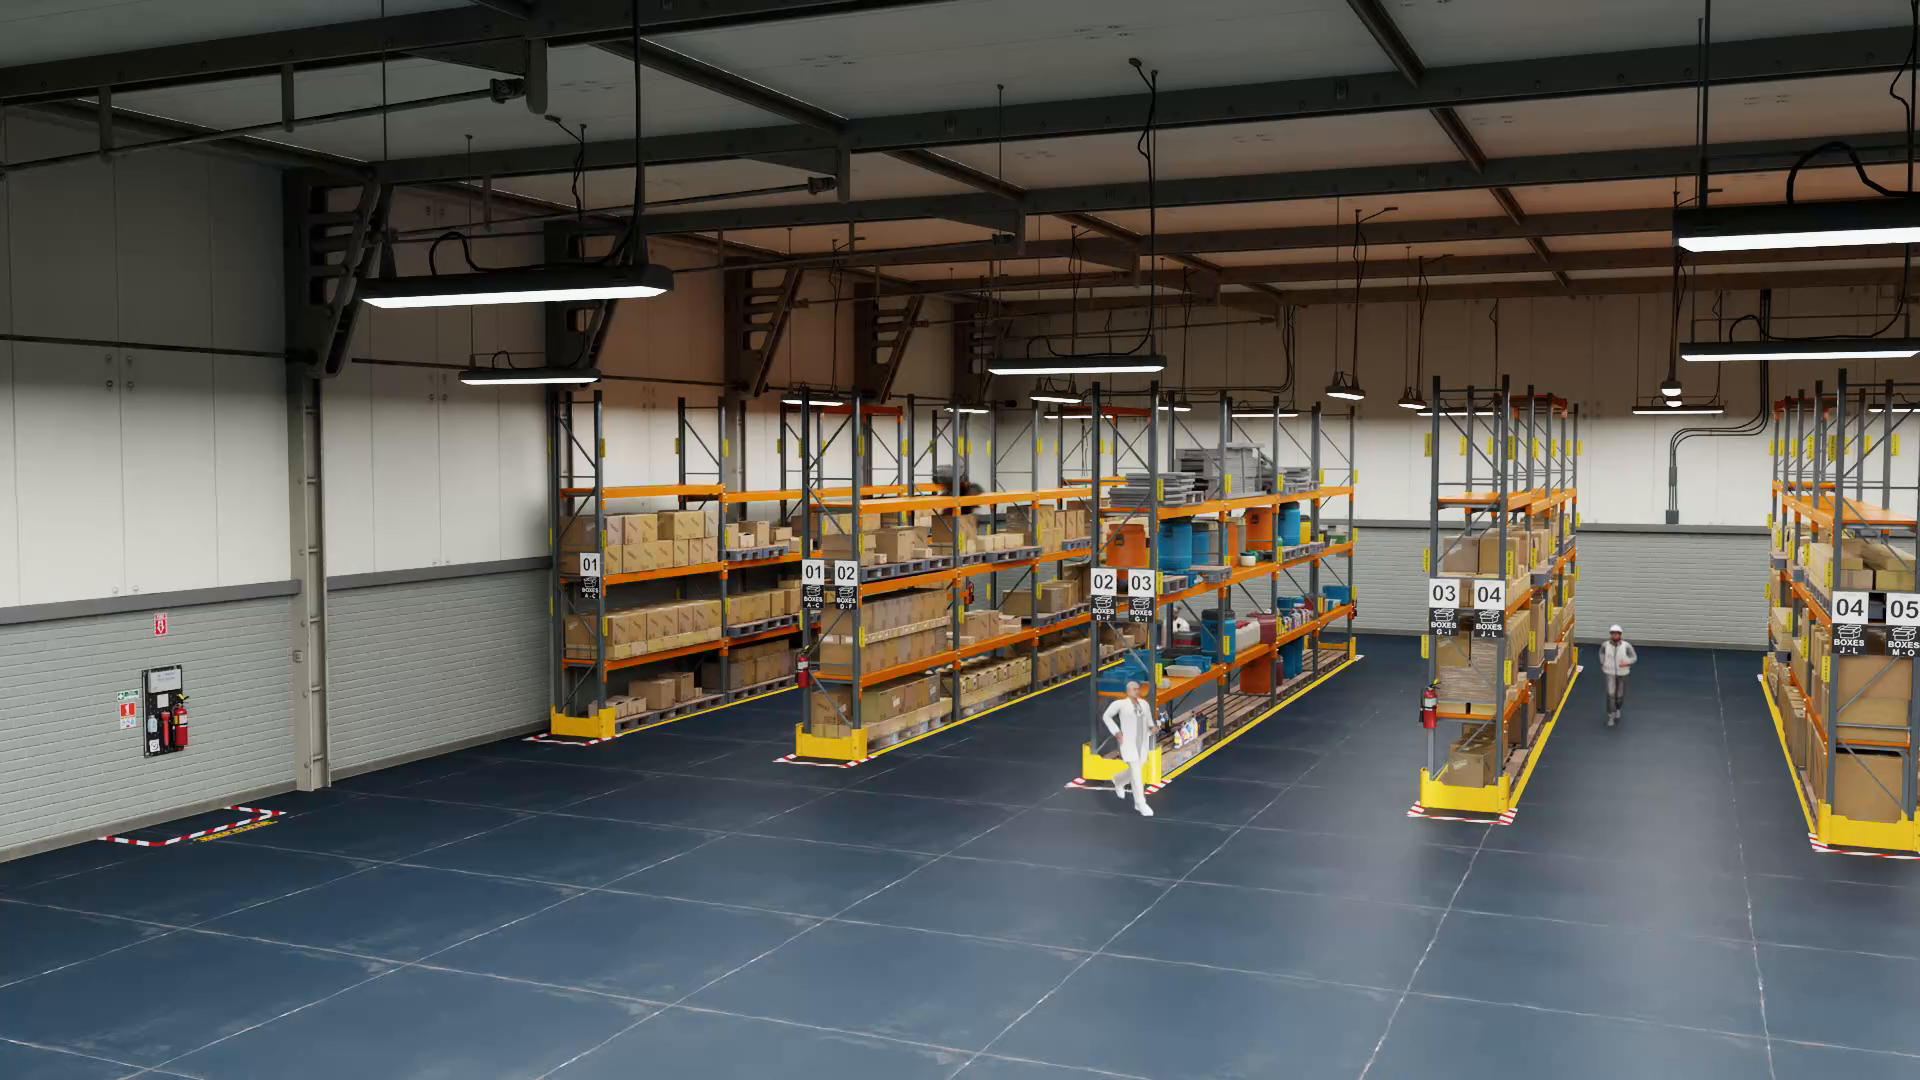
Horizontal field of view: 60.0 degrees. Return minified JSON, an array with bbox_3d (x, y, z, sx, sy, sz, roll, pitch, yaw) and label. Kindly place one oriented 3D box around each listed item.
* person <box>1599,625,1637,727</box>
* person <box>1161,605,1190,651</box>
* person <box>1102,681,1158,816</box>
[{"bbox_3d":[11.940,2.447,30.201,0.650,1.823,0.814,1,3,23],"label":"person"},{"bbox_3d":[4.410,2.205,34.077,0.660,1.772,0.990,1,3,21],"label":"person"},{"bbox_3d":[2.373,2.845,23.012,0.710,1.787,1.025,-2,4,-30],"label":"person"}]
